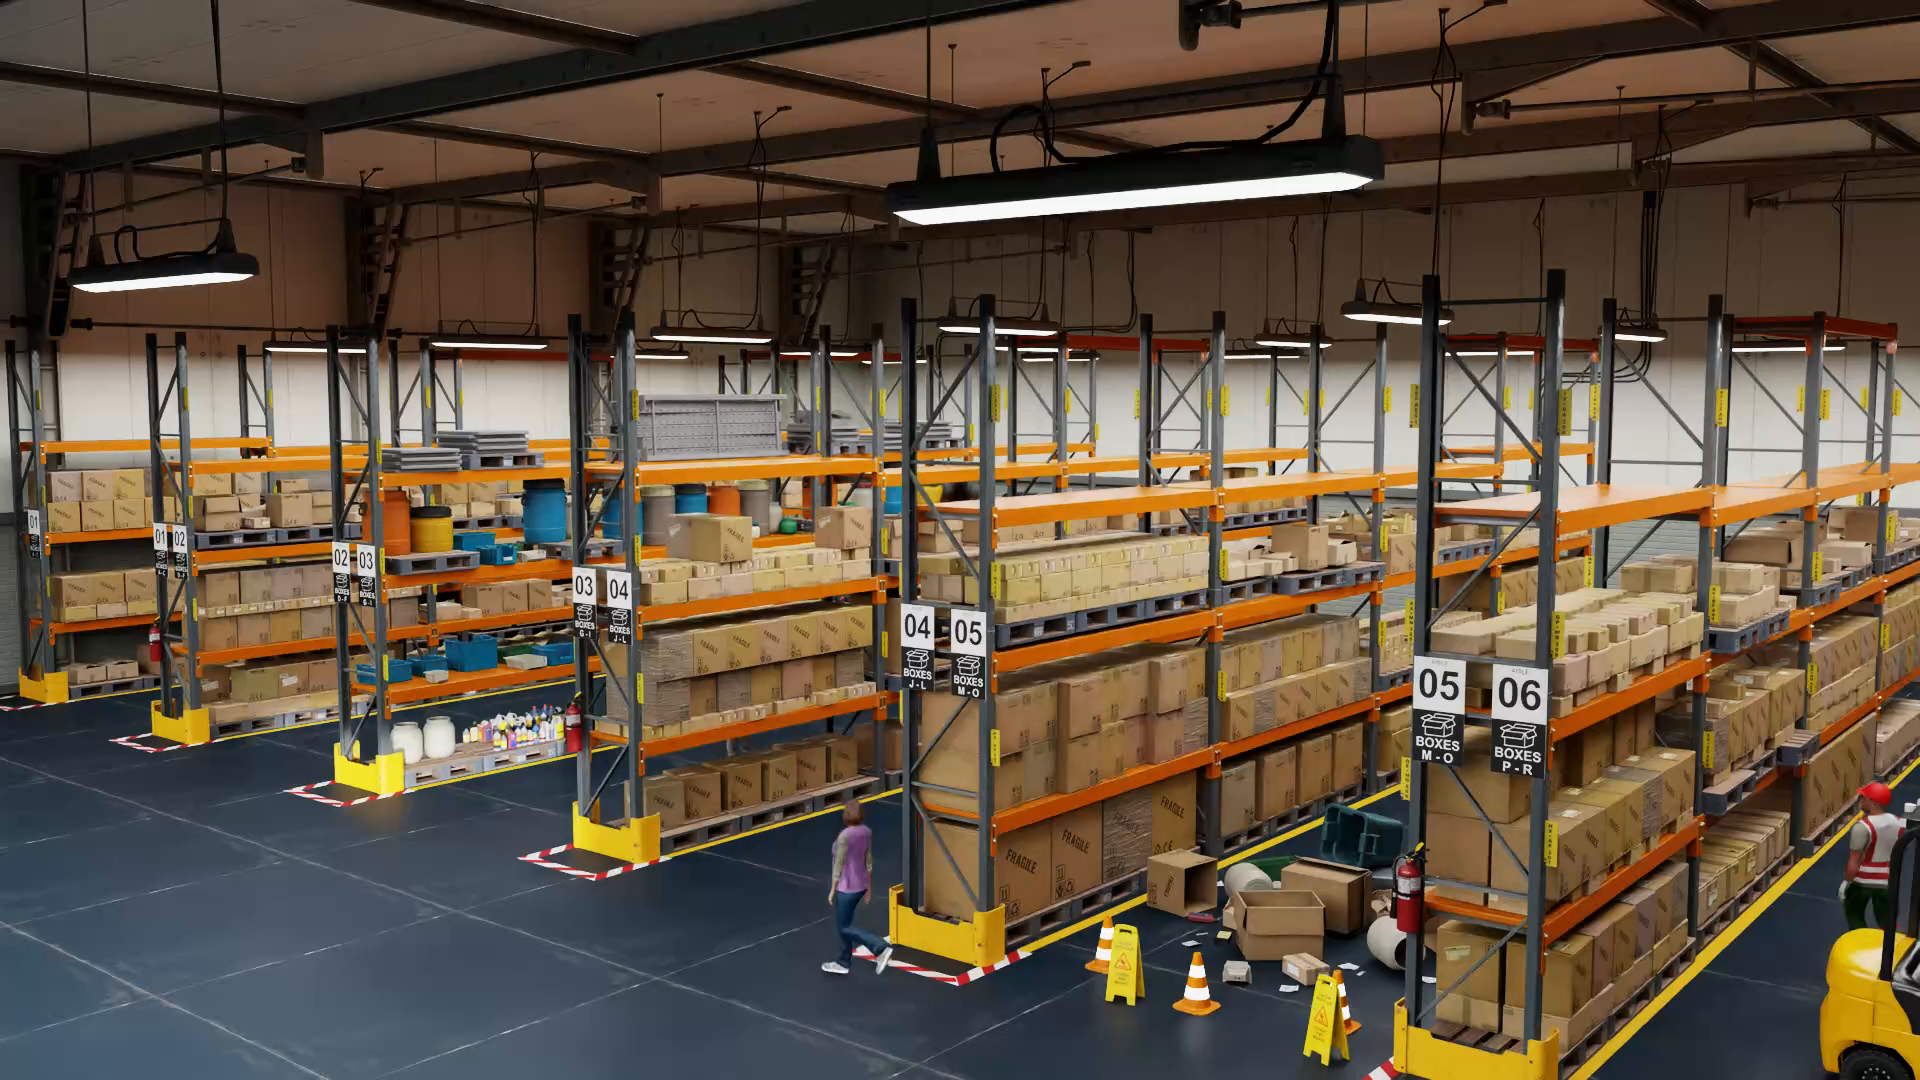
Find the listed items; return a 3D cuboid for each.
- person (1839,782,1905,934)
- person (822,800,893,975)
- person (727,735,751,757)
[{"bbox_3d":[8.007,2.990,14.619,0.560,1.747,0.733,1,5,6],"label":"person"},{"bbox_3d":[-0.910,3.060,14.584,0.716,1.588,0.378,1,5,14],"label":"person"},{"bbox_3d":[-2.958,2.214,22.002,0.482,1.662,0.325,-4,7,-38],"label":"person"}]
